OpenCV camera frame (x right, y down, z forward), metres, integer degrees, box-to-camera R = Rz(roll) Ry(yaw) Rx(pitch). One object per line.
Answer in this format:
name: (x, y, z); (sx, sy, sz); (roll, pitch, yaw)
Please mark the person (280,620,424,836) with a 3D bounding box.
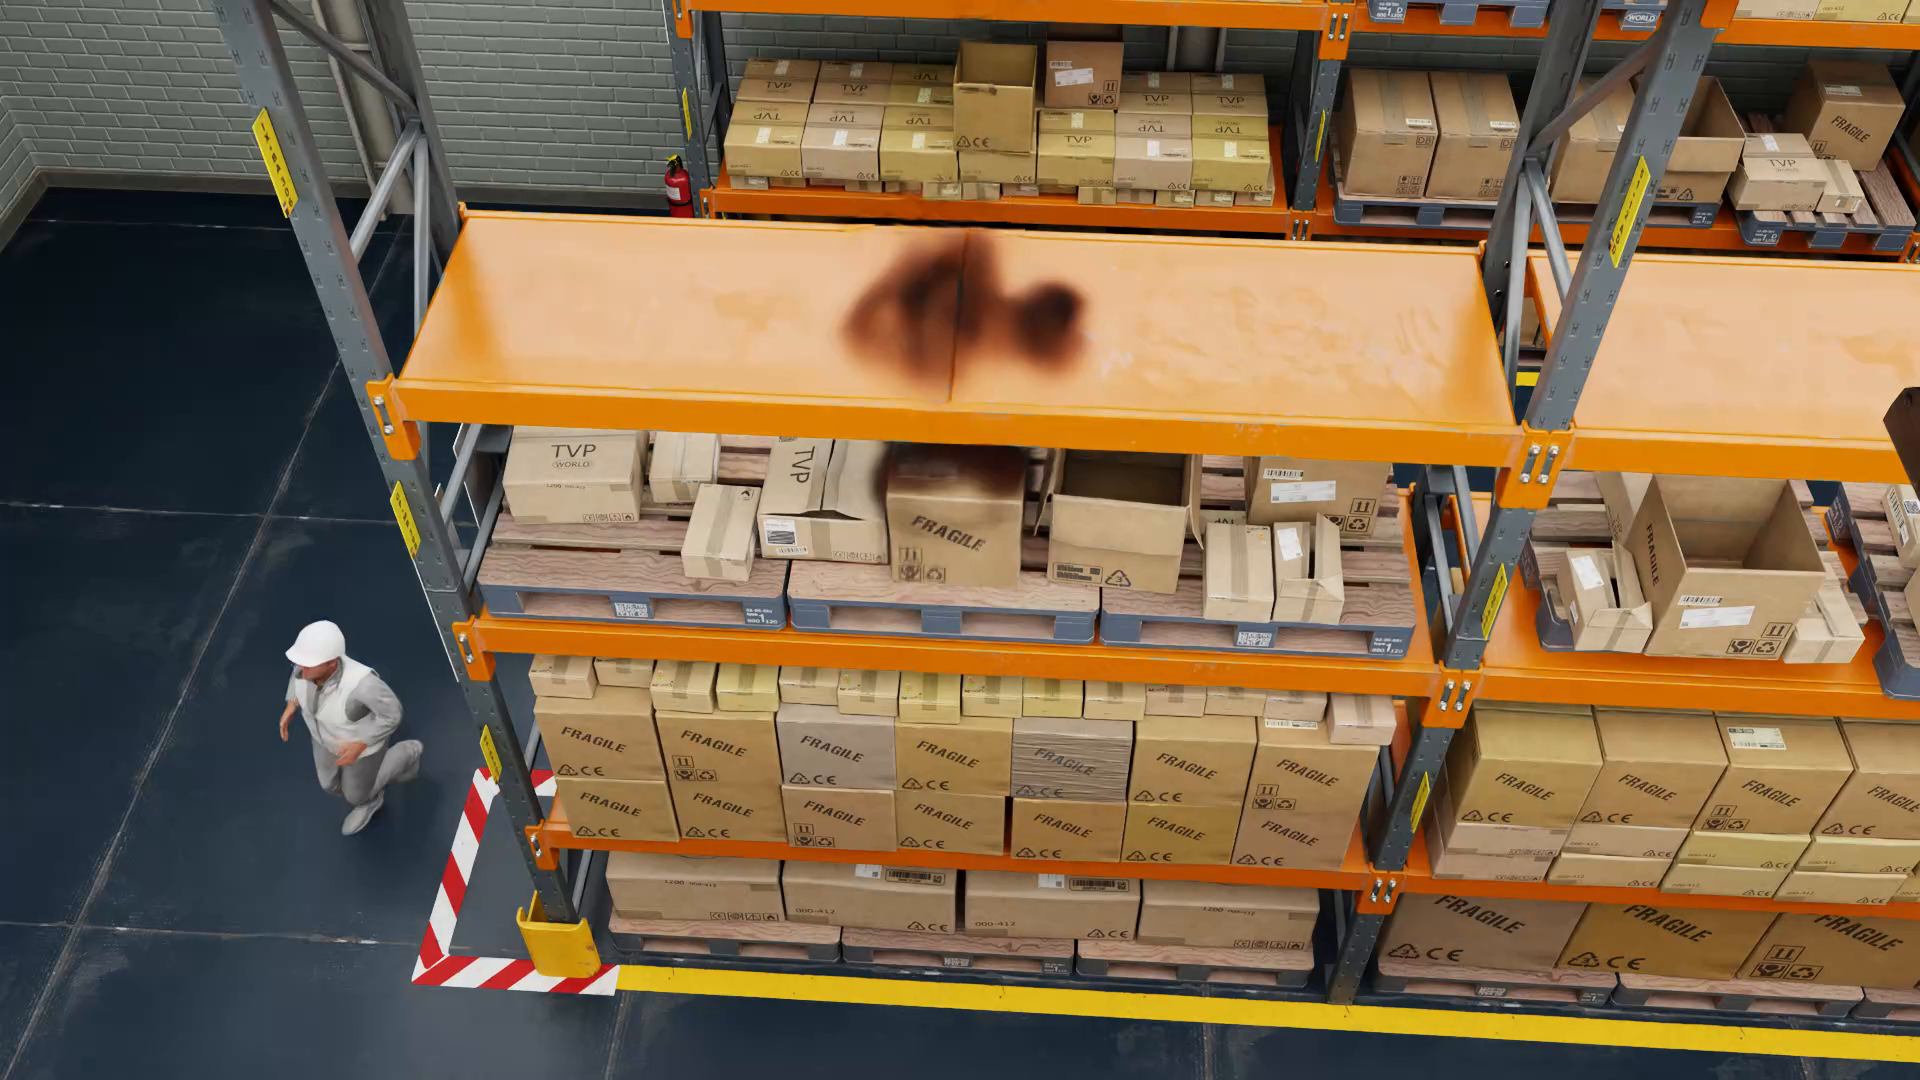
person: (-3.160, 0.975, 8.717); (0.690, 1.719, 0.638); (26, 53, 21)
